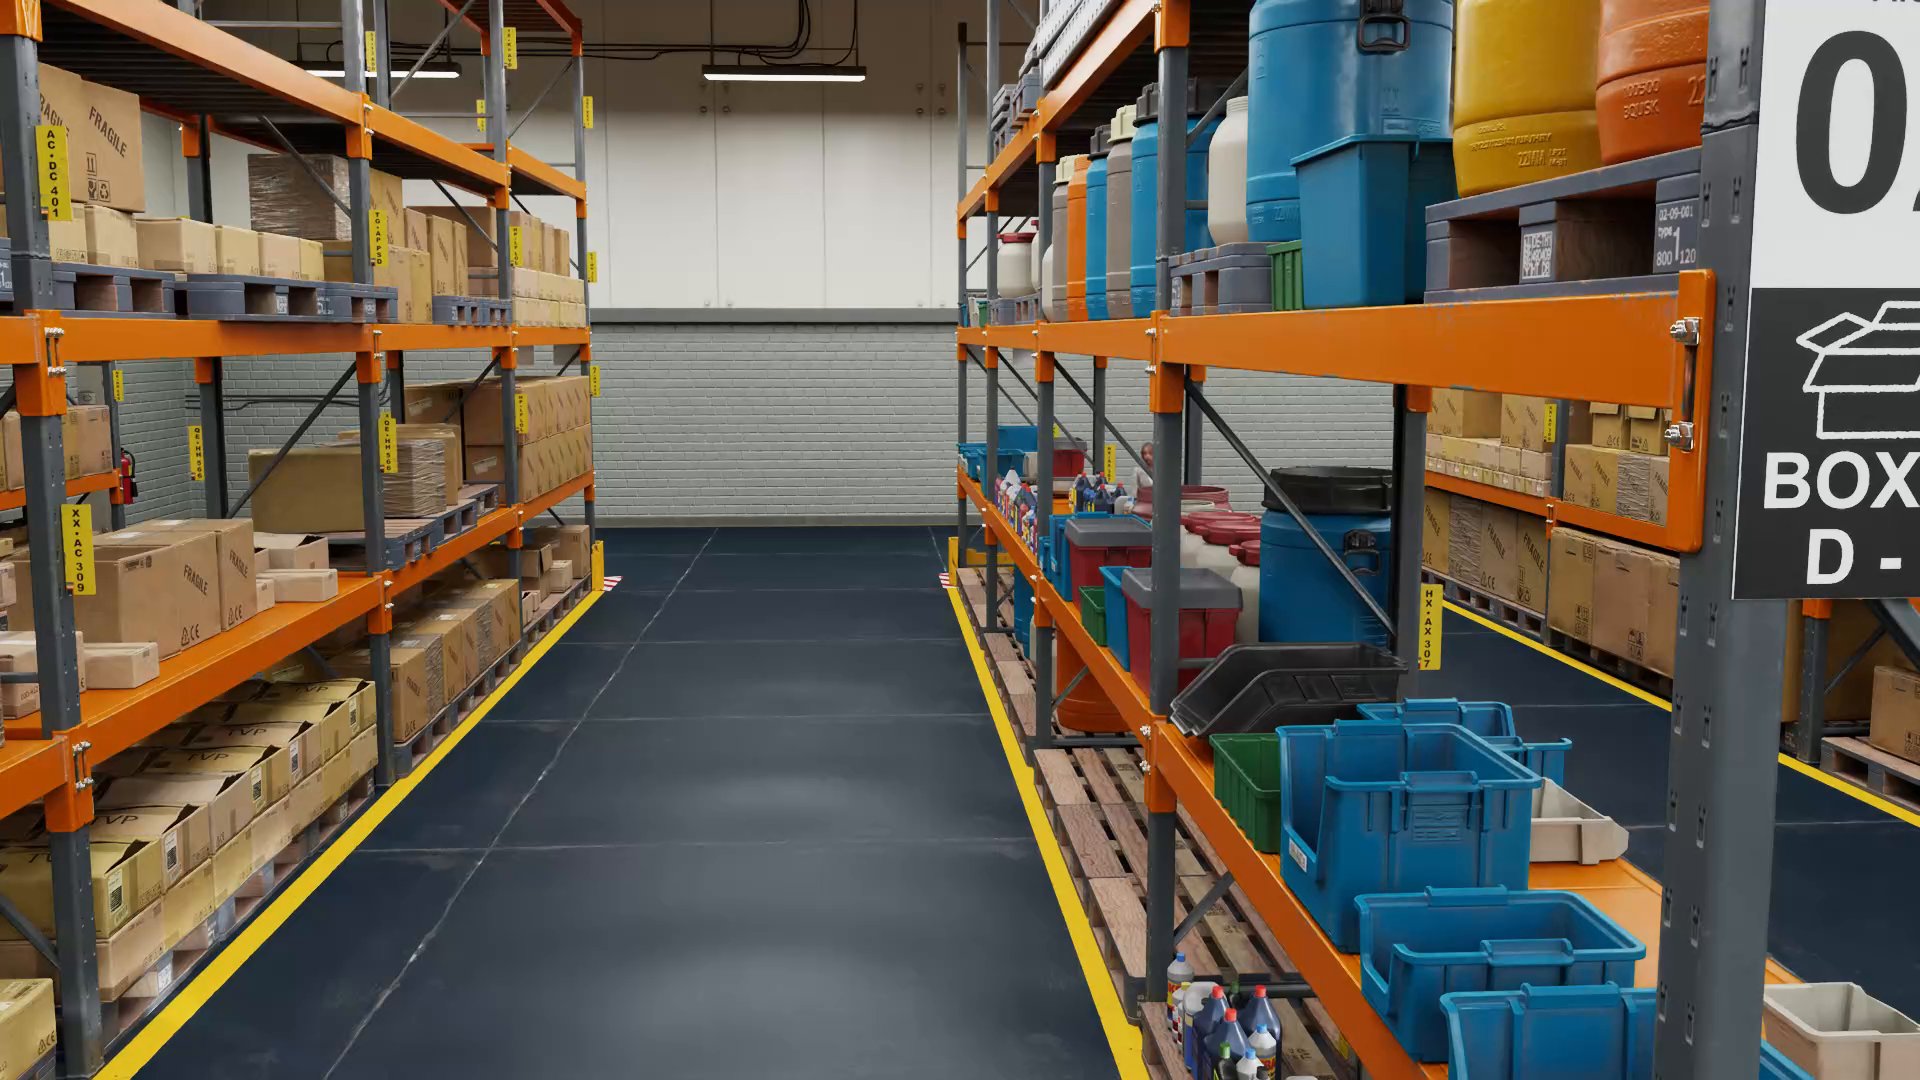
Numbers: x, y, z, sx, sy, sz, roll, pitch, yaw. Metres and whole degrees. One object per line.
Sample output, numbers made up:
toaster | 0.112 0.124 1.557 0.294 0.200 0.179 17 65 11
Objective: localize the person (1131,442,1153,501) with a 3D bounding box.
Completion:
person | 2.041 -0.261 17.828 0.446 1.562 0.604 0 7 4
